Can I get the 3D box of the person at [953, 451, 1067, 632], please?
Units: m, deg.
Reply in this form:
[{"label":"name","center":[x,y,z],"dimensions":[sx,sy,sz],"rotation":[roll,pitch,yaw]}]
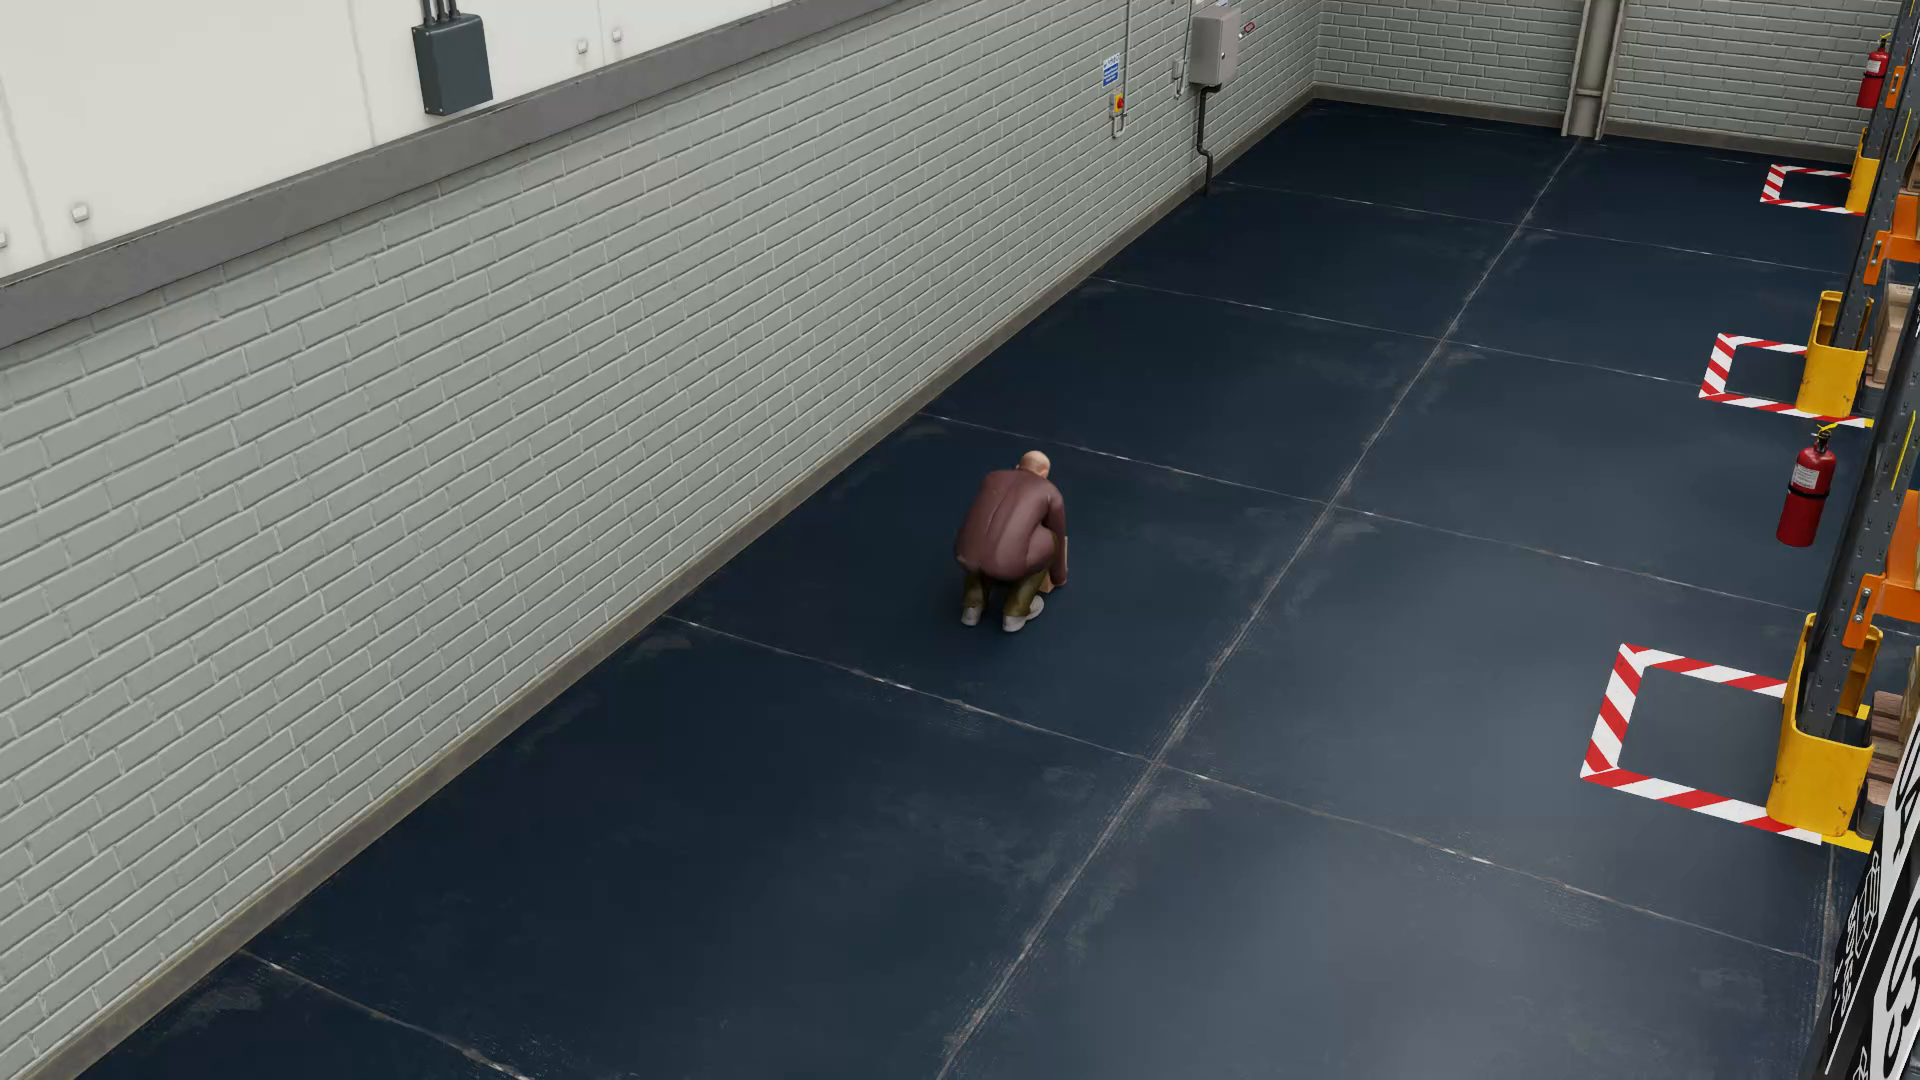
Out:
[{"label":"person","center":[0.292,0.032,9.273],"dimensions":[0.574,0.812,0.934],"rotation":[13,32,22]}]
